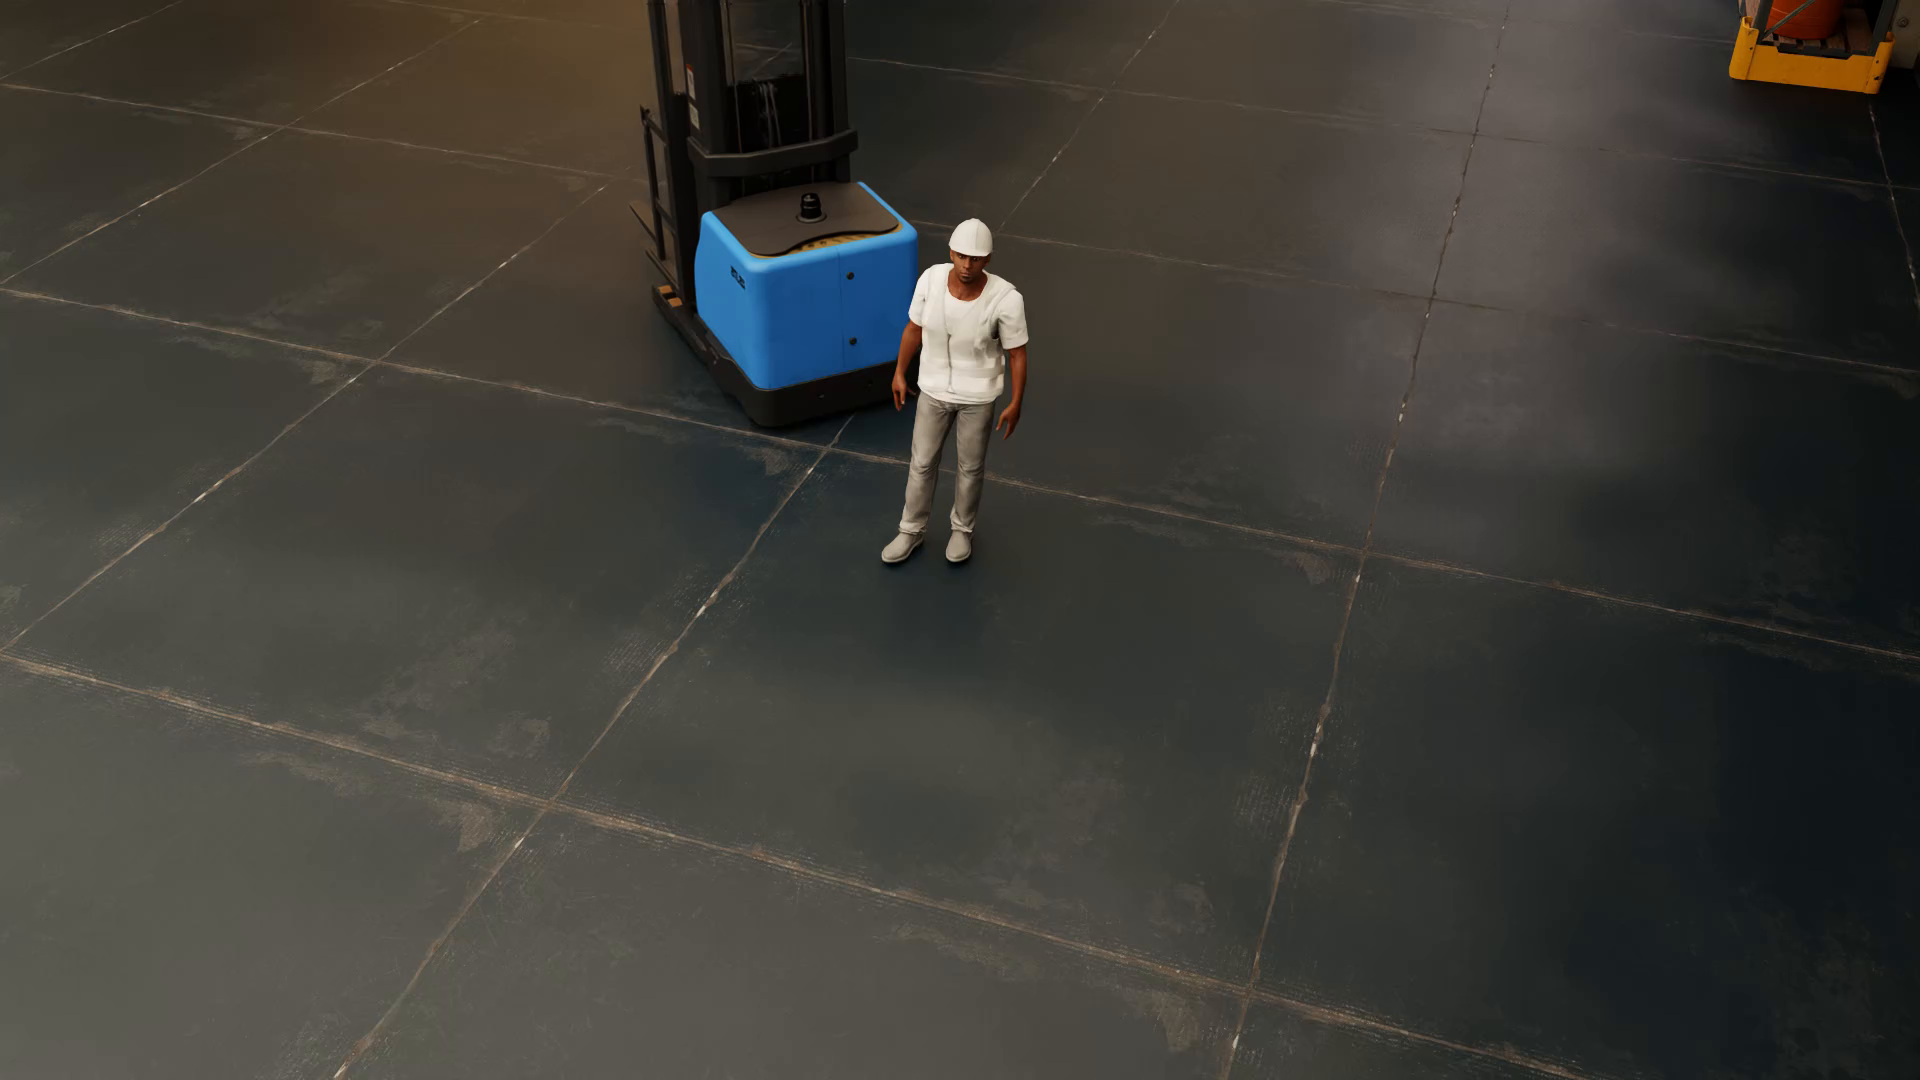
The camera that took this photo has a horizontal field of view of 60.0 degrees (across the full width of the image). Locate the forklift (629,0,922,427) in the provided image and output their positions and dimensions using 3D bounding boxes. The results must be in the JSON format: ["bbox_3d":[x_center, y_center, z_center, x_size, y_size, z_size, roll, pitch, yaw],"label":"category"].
[{"bbox_3d":[-1.327,-2.674,9.882,1.130,2.935,3.031,-16,38,-21],"label":"forklift"}]

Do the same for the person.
[{"bbox_3d":[-0.029,-0.690,8.078,0.665,1.766,0.576,12,37,16],"label":"person"}]
